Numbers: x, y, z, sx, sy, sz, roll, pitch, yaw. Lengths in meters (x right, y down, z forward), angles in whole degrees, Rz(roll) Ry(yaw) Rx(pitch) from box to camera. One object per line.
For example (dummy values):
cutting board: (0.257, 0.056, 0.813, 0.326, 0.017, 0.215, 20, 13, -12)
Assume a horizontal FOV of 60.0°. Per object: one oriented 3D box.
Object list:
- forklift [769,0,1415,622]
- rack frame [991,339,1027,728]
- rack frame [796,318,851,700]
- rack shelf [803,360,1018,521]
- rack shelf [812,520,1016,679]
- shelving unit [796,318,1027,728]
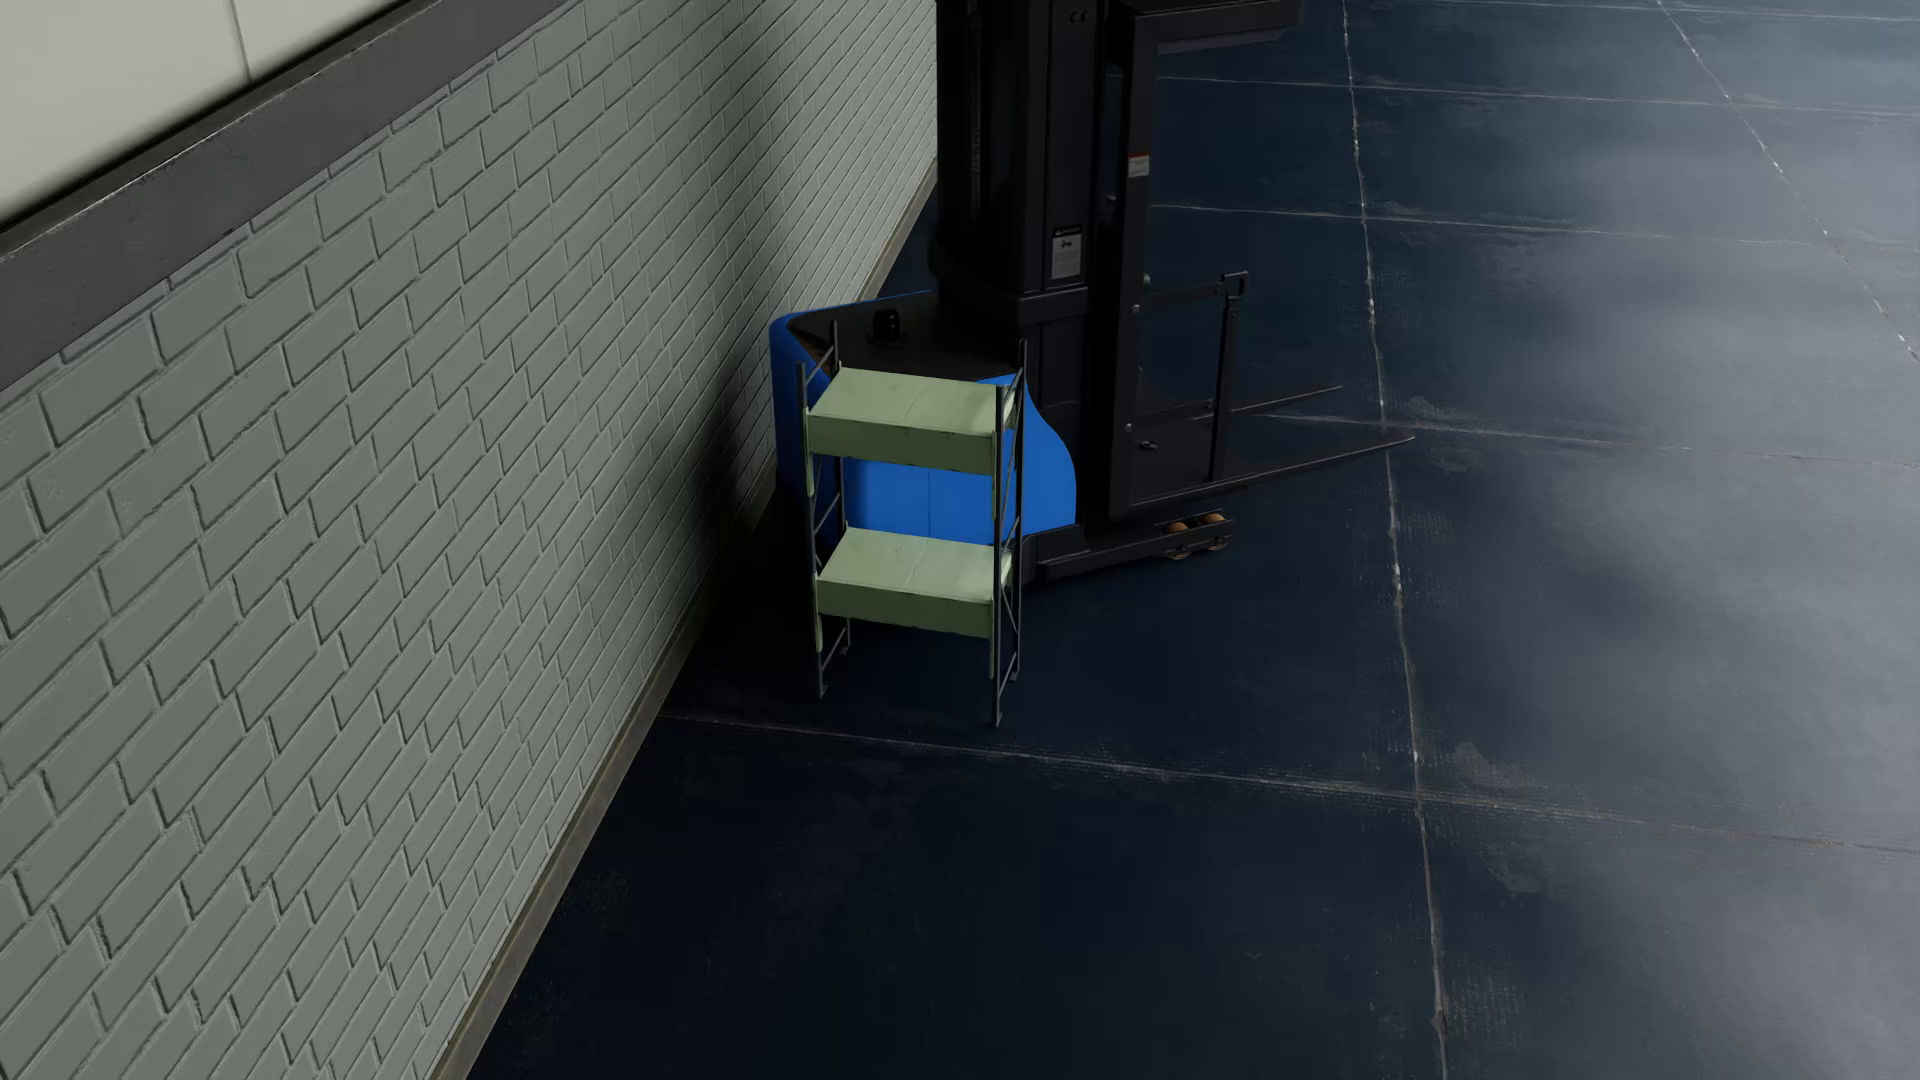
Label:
forklift: (0.712, -1.395, 7.216, 3.031, 2.935, 1.130, -13, 34, -20)
rack frame: (0.185, 0.002, 6.333, 0.023, 1.500, 0.400, 8, 33, 12)
rack frame: (-0.524, -0.095, 6.488, 0.023, 1.500, 0.400, 8, 33, 12)
rack shelf: (-0.170, -0.377, 6.203, 0.720, 0.370, 0.431, 8, 33, 12)
rack shelf: (-0.170, 0.230, 6.584, 0.720, 0.370, 0.431, 8, 33, 12)
shelving unit: (-0.170, -0.046, 6.411, 0.755, 1.500, 0.431, 8, 33, 12)
